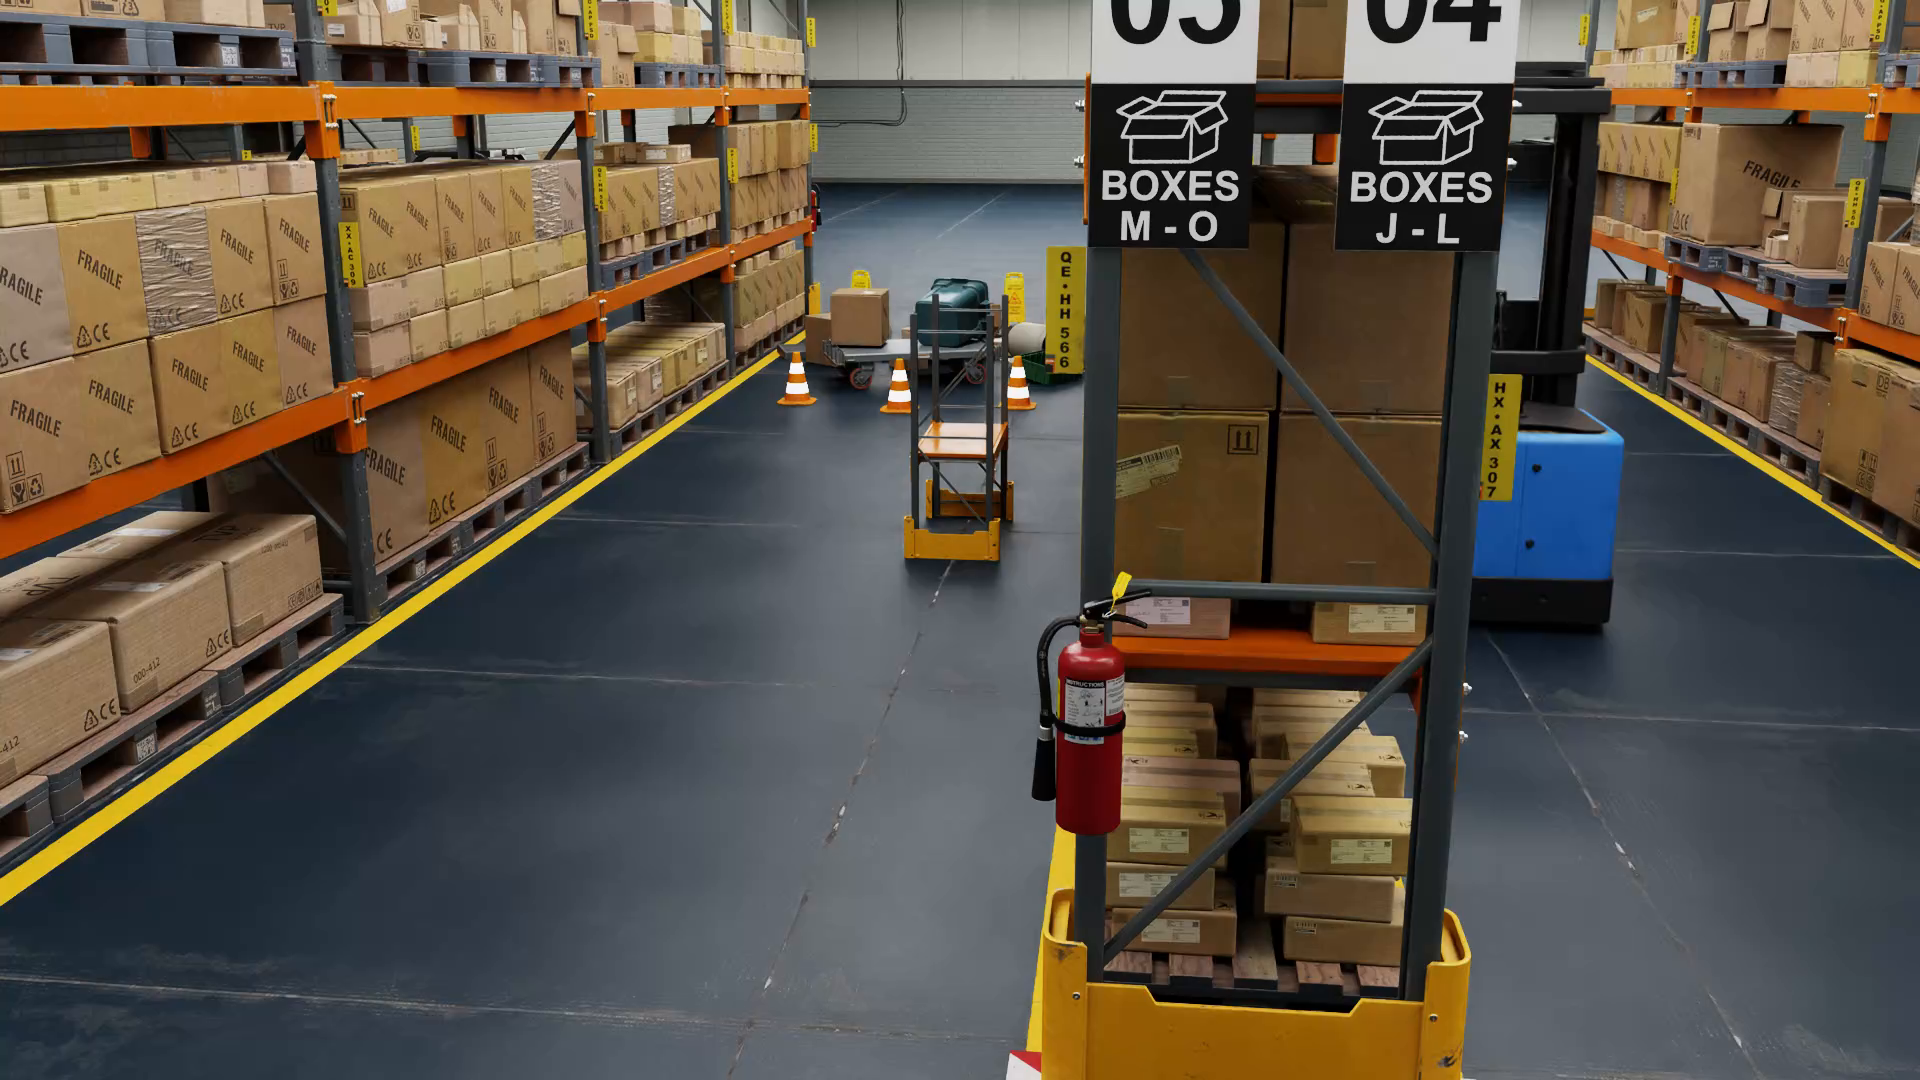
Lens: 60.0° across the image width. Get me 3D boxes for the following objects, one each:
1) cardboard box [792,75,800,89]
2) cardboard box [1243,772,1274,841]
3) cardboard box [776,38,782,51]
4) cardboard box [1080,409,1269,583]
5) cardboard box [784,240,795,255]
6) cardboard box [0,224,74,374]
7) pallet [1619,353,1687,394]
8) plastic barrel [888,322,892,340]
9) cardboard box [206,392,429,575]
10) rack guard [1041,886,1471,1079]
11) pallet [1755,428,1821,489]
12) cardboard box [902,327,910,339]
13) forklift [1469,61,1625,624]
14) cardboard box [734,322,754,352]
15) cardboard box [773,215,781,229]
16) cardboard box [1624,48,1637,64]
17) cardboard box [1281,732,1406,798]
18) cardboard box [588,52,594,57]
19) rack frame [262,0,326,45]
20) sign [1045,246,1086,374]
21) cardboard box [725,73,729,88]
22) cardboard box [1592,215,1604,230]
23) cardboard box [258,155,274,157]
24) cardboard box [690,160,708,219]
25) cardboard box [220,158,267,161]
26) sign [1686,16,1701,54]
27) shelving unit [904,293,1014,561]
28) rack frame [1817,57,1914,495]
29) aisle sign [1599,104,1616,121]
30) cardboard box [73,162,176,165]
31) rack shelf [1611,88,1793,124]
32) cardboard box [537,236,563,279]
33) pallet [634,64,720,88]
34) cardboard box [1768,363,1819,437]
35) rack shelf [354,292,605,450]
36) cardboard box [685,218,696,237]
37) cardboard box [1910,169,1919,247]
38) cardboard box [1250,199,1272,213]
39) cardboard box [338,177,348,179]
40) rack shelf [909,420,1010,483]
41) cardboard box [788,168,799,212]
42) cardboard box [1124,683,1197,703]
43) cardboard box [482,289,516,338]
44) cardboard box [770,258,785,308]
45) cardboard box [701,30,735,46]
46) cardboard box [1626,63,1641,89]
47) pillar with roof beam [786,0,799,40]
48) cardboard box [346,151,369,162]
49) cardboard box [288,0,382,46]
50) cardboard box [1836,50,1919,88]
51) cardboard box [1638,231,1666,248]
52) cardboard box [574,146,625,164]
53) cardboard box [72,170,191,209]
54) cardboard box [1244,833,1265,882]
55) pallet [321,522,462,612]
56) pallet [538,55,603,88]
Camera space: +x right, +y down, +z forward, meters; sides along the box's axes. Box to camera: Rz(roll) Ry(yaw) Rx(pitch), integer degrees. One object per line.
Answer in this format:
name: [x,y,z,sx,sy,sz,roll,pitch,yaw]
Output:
cardboard box: [-2.062,-5.286,19.200,0.380,0.149,0.250,2,15,7]
cardboard box: [1.161,0.910,5.638,0.380,0.149,0.250,2,15,7]
cardboard box: [-2.207,-5.544,18.626,0.380,0.149,0.250,2,15,7]
cardboard box: [0.615,-0.172,4.791,0.500,0.500,0.500,2,15,7]
cardboard box: [-2.110,-3.364,19.138,0.380,0.149,0.250,2,15,8]
cardboard box: [-3.671,-0.891,6.103,0.500,0.500,0.500,2,15,6]
pallet: [7.132,-1.625,16.269,1.003,0.211,1.213,2,15,6]
plastic barrel: [-1.033,-2.302,18.363,0.421,0.421,0.512,-14,20,-42]
cardboard box: [-3.668,-0.354,9.489,0.875,0.875,0.875,2,15,8]
rack guard: [0.829,1.331,4.783,1.175,0.500,0.348,2,15,6]
pallet: [6.729,-0.615,12.534,1.003,0.211,1.213,2,15,6]
cardboard box: [-0.445,-2.350,19.069,0.380,0.149,0.250,11,19,35]
forklift: [3.058,-1.306,9.878,1.130,2.935,3.031,1,15,5]
cardboard box: [-2.421,-2.109,17.177,0.500,0.250,0.500,1,15,4]
cardboard box: [-2.209,-3.567,18.590,0.380,0.149,0.250,2,15,6]
cardboard box: [7.101,-5.001,17.187,0.380,0.149,0.250,1,15,4]
cardboard box: [1.284,0.767,5.595,0.380,0.149,0.250,2,15,6]
cardboard box: [-2.974,-3.577,12.654,0.396,0.266,0.258,2,15,6]
rack frame: [-3.658,-3.909,7.880,1.000,3.000,0.127,2,15,6]
sign: [0.271,-0.589,4.272,0.100,0.325,0.005,2,15,6]
cardboard box: [-2.474,-4.489,16.253,0.380,0.149,0.250,1,15,5]
cardboard box: [7.183,-3.517,18.403,0.380,0.149,0.250,2,15,6]
cardboard box: [-7.776,-4.161,18.301,0.380,0.149,0.250,2,15,6]
cardboard box: [-2.634,-3.228,15.286,0.500,0.500,0.500,2,15,7]
cardboard box: [-7.435,-3.883,17.273,0.380,0.149,0.250,2,15,7]
sign: [6.551,-4.508,14.850,0.100,0.325,0.005,2,15,6]
shelving unit: [0.009,-0.744,10.539,0.587,1.500,1.083,2,15,6]
rack frame: [6.640,-1.759,11.420,1.000,3.000,0.127,2,15,6]
aisle sign: [7.251,-5.114,18.846,0.394,0.787,0.004,2,15,6]
cardboard box: [-3.965,-1.716,7.913,0.380,0.149,0.250,2,15,7]
rack shelf: [7.317,-4.416,16.878,1.077,0.370,4.000,2,15,6]
cardboard box: [-3.063,-1.954,11.470,0.500,0.250,0.500,1,15,5]
pallet: [-2.931,-4.289,15.389,1.213,0.211,1.003,2,15,6]
cardboard box: [6.745,-1.083,12.867,0.700,0.500,0.500,0,15,2]
rack shelf: [-3.433,-1.185,10.675,1.077,0.370,4.000,2,15,6]
cardboard box: [-2.605,-2.826,15.044,0.380,0.149,0.250,2,15,7]
cardboard box: [6.541,-2.102,10.577,0.797,0.503,0.637,2,15,8]
cardboard box: [0.682,-0.788,5.154,0.500,0.500,0.500,1,15,4]
cardboard box: [-3.806,-1.802,9.473,0.500,0.500,0.500,2,15,7]
rack shelf: [0.010,-0.572,10.595,0.538,0.185,1.000,2,15,6]
cardboard box: [-2.153,-4.039,19.091,0.500,0.500,0.500,2,15,6]
cardboard box: [0.684,0.614,6.161,0.380,0.149,0.250,2,15,8]
cardboard box: [-3.150,-1.443,10.541,0.500,0.250,0.500,1,15,5]
cardboard box: [-2.255,-2.881,18.598,0.500,0.500,0.500,1,15,5]
cardboard box: [-2.396,-4.872,16.140,0.380,0.149,0.250,1,15,5]
cardboard box: [7.066,-4.695,16.818,0.500,0.250,0.500,2,15,8]
pillar with roof beam: [-0.548,-14.667,47.664,9.100,9.000,0.400,2,15,6]
cardboard box: [-7.169,-4.481,19.483,0.380,0.149,0.250,2,15,7]
cardboard box: [-3.254,-2.719,8.676,0.396,0.266,0.258,2,15,6]
cardboard box: [6.450,-3.265,11.531,0.500,0.250,0.500,2,15,6]
cardboard box: [6.866,-2.935,16.252,0.380,0.149,0.250,2,15,6]
cardboard box: [-3.180,-3.400,14.679,0.380,0.149,0.250,3,15,9]
cardboard box: [-3.556,-1.506,7.137,0.380,0.149,0.250,2,15,6]
cardboard box: [1.167,1.056,5.668,0.380,0.149,0.250,2,15,7]
pallet: [-3.646,0.130,9.775,1.003,0.211,1.213,2,15,6]
pallet: [-3.227,-3.239,11.510,1.213,0.211,1.003,2,15,9]
